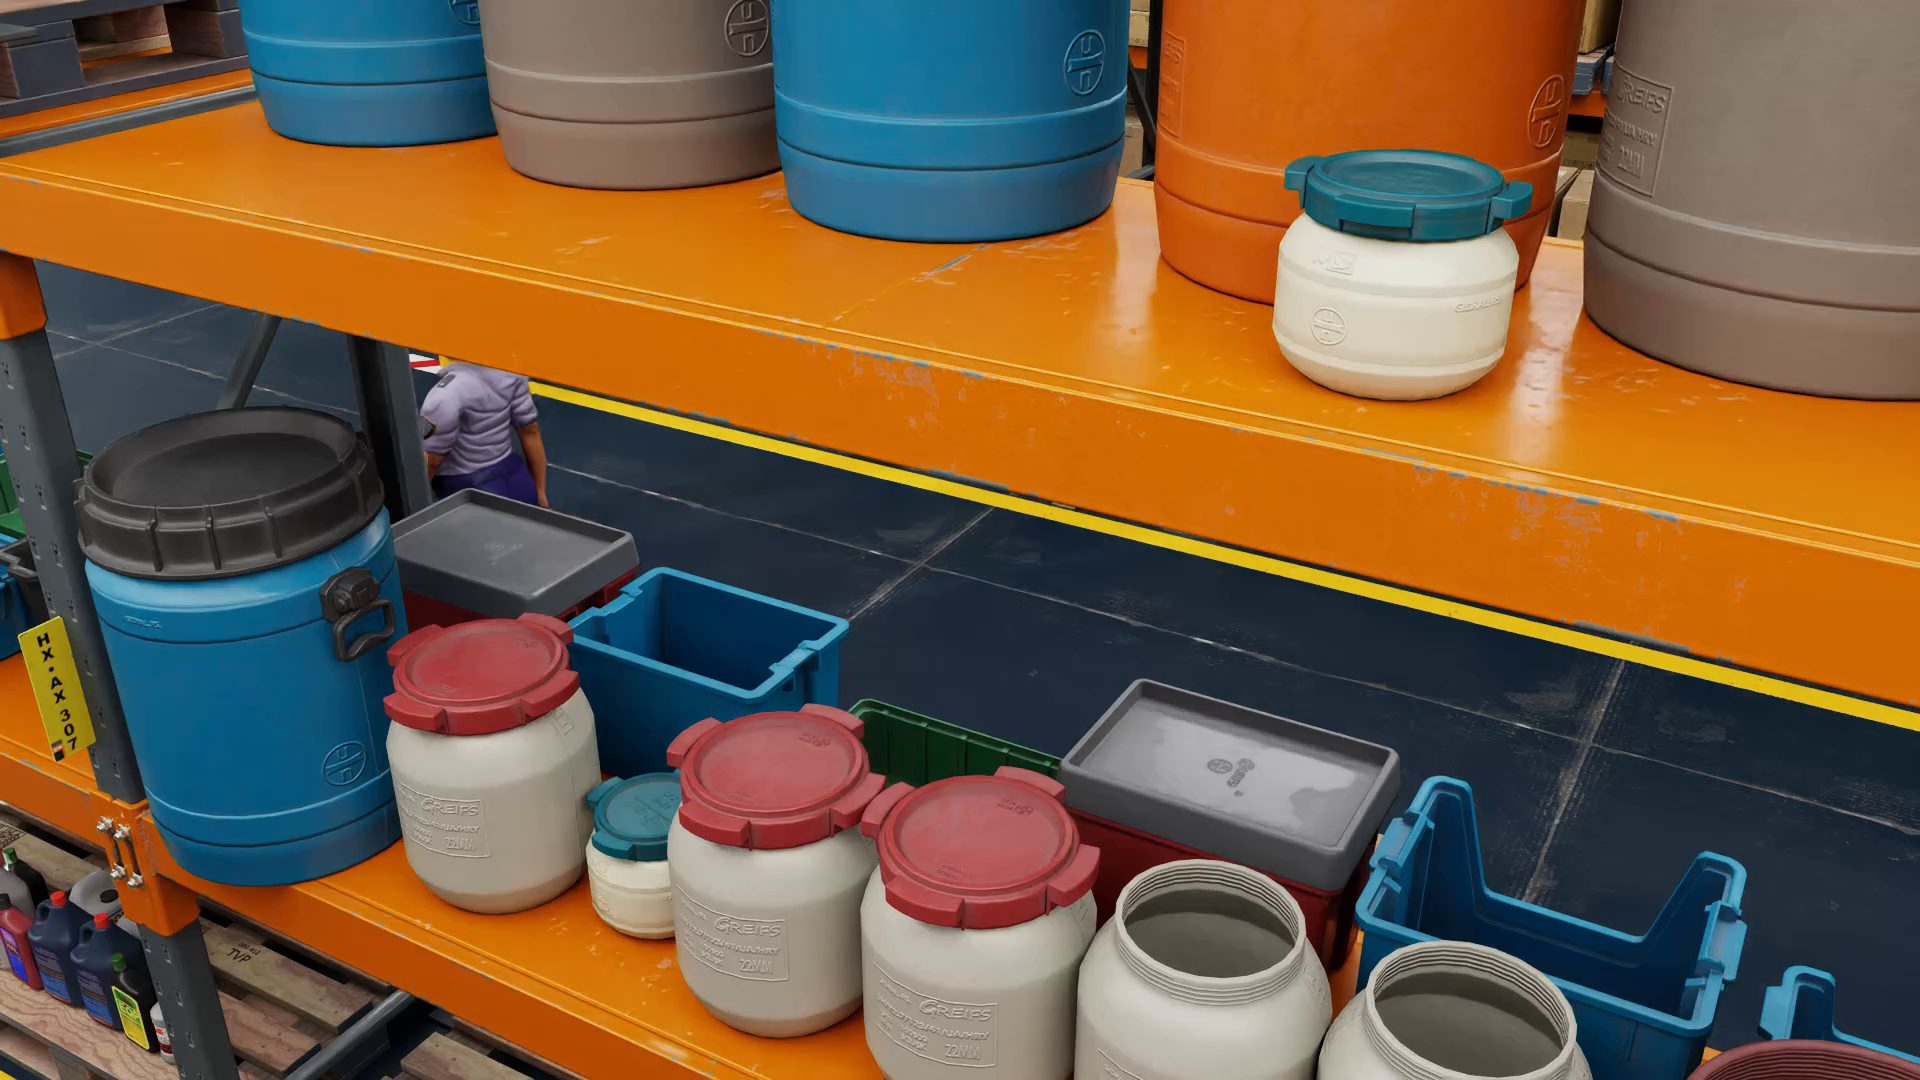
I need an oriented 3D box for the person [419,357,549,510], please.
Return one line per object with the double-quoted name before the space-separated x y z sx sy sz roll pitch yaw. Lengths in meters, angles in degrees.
"person" -1.909 -0.164 6.434 0.978 1.590 0.490 11 29 21
